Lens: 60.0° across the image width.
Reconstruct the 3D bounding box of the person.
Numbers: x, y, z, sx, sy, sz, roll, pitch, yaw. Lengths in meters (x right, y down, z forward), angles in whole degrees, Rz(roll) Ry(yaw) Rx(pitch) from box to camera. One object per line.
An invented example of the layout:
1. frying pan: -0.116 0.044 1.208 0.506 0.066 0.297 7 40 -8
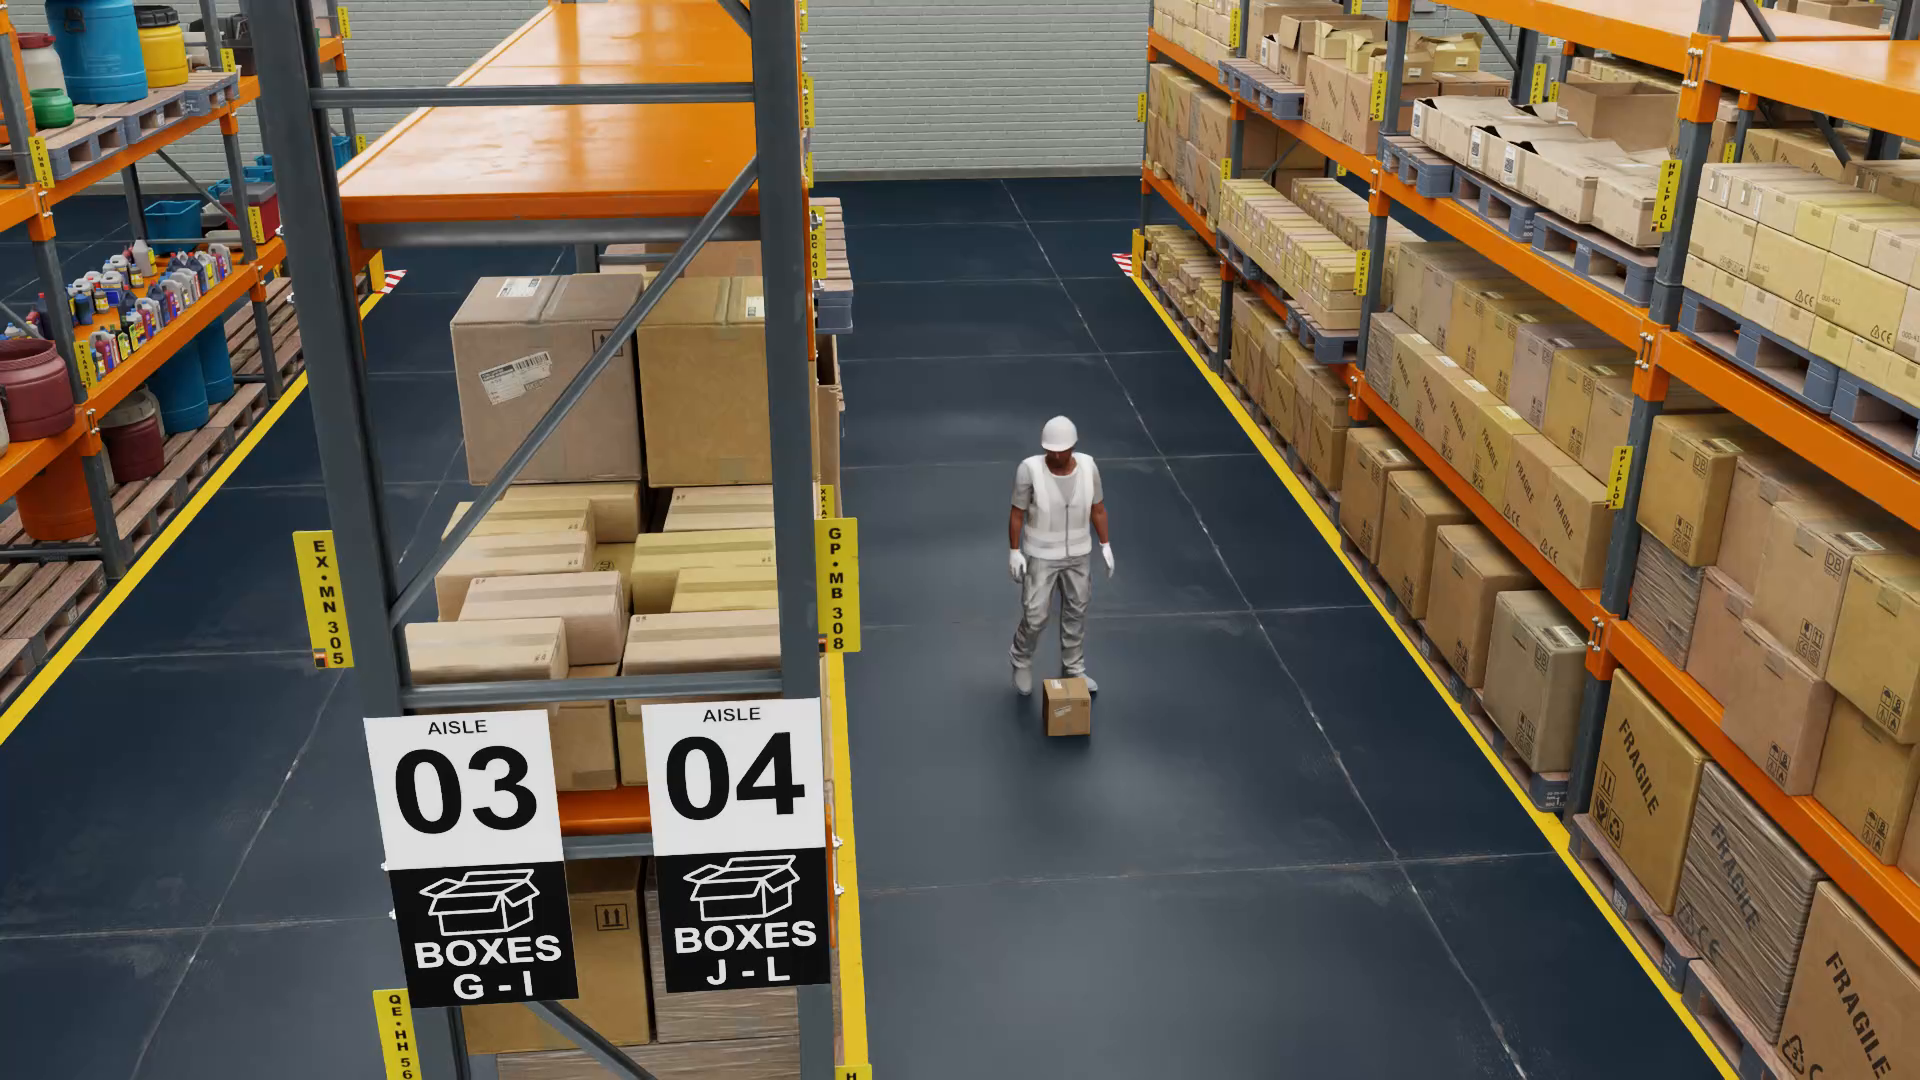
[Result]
1. person: 0.618 0.099 10.064 0.633 1.808 0.420 -9 25 -19
